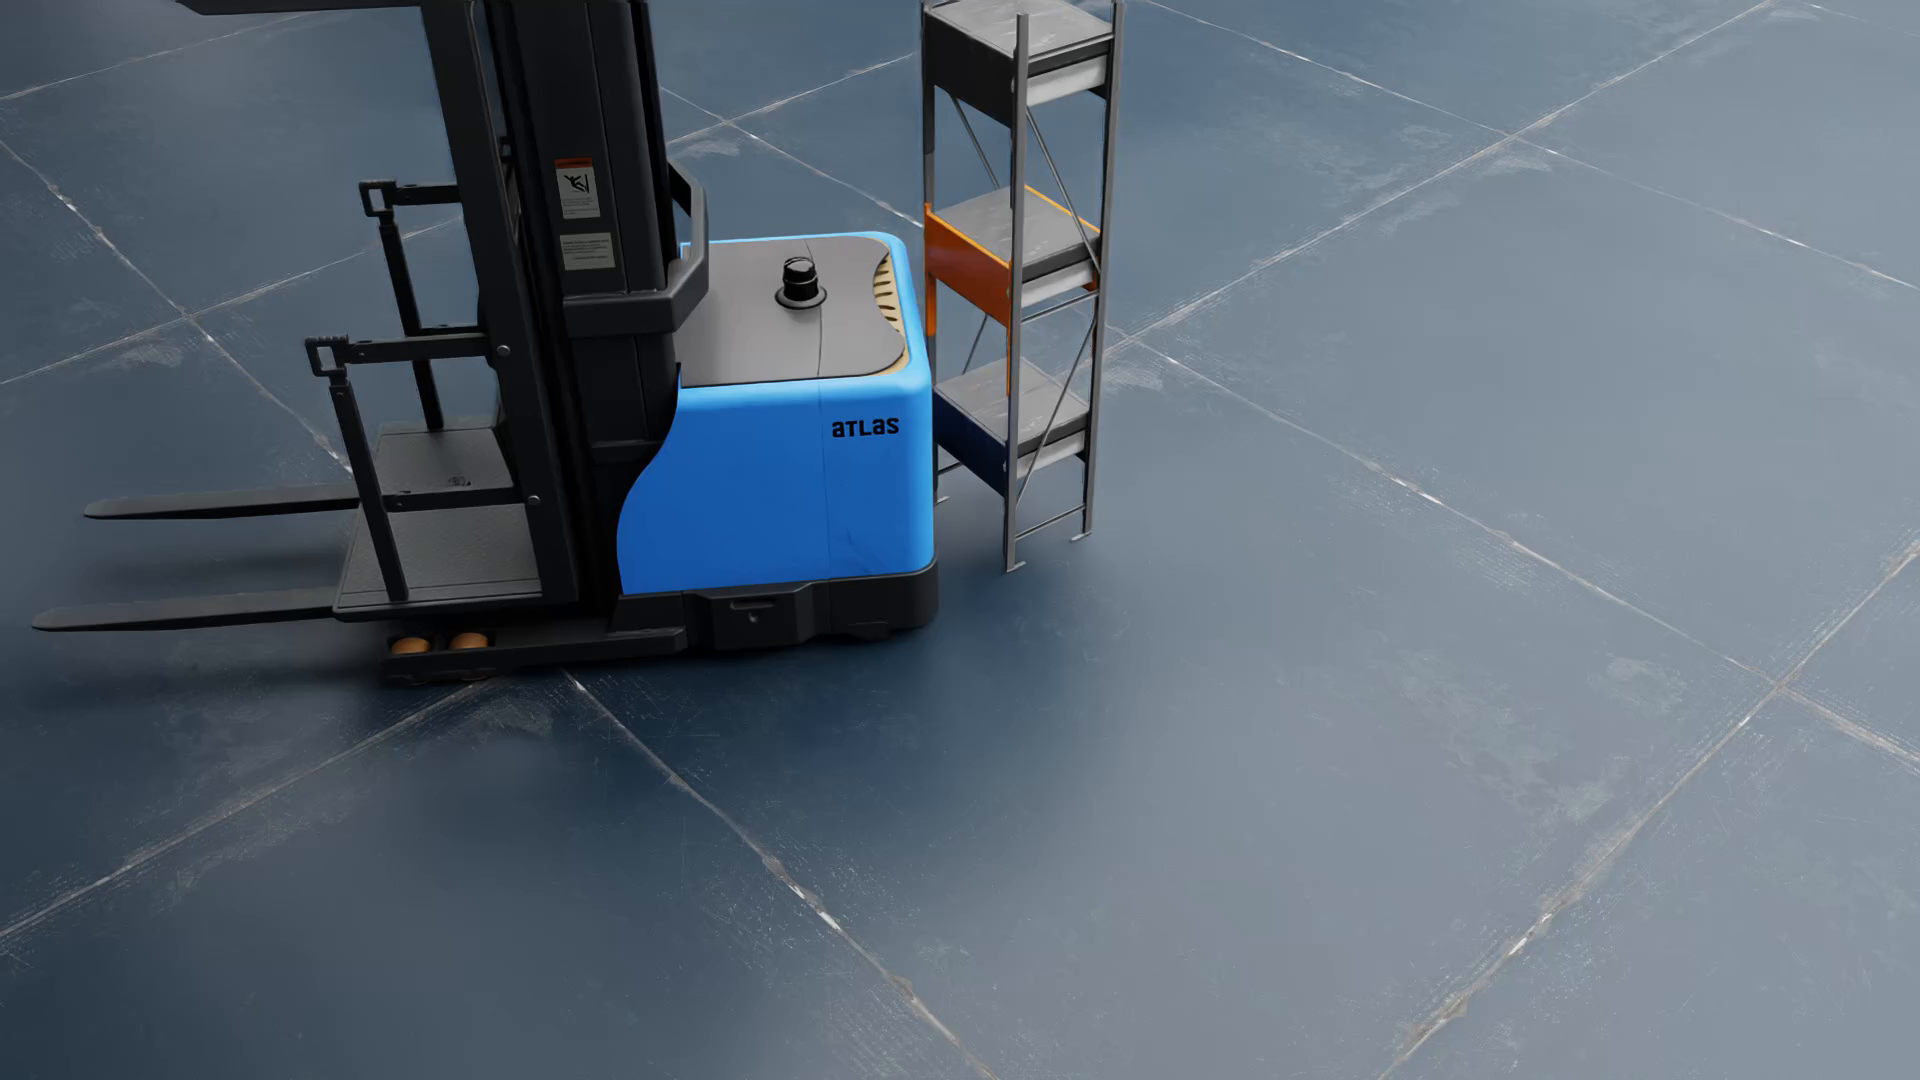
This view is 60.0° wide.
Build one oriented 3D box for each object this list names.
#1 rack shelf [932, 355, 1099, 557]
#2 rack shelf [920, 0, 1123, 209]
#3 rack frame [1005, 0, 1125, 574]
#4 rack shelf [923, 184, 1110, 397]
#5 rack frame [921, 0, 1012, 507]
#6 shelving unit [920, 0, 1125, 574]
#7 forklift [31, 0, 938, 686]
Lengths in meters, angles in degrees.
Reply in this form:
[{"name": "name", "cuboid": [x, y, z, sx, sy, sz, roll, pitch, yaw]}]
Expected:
[{"name": "rack shelf", "cuboid": [0.187, -0.337, 6.132, 0.431, 0.518, 0.480, -24, 45, -27]}, {"name": "rack shelf", "cuboid": [0.187, -1.427, 5.253, 0.431, 0.518, 0.480, -24, 45, -27]}, {"name": "rack frame", "cuboid": [0.330, -0.768, 5.530, 0.400, 2.100, 0.015, -24, 45, -27]}, {"name": "rack shelf", "cuboid": [0.187, -0.882, 5.693, 0.431, 0.518, 0.480, -24, 45, -27]}, {"name": "rack frame", "cuboid": [0.044, -1.017, 5.838, 0.400, 2.100, 0.015, -24, 45, -27]}, {"name": "shelving unit", "cuboid": [0.187, -0.893, 5.684, 0.431, 2.100, 0.503, -24, 45, -27]}, {"name": "forklift", "cuboid": [-1.632, -1.000, 5.155, 3.031, 2.935, 1.130, -4, 39, -5]}]
